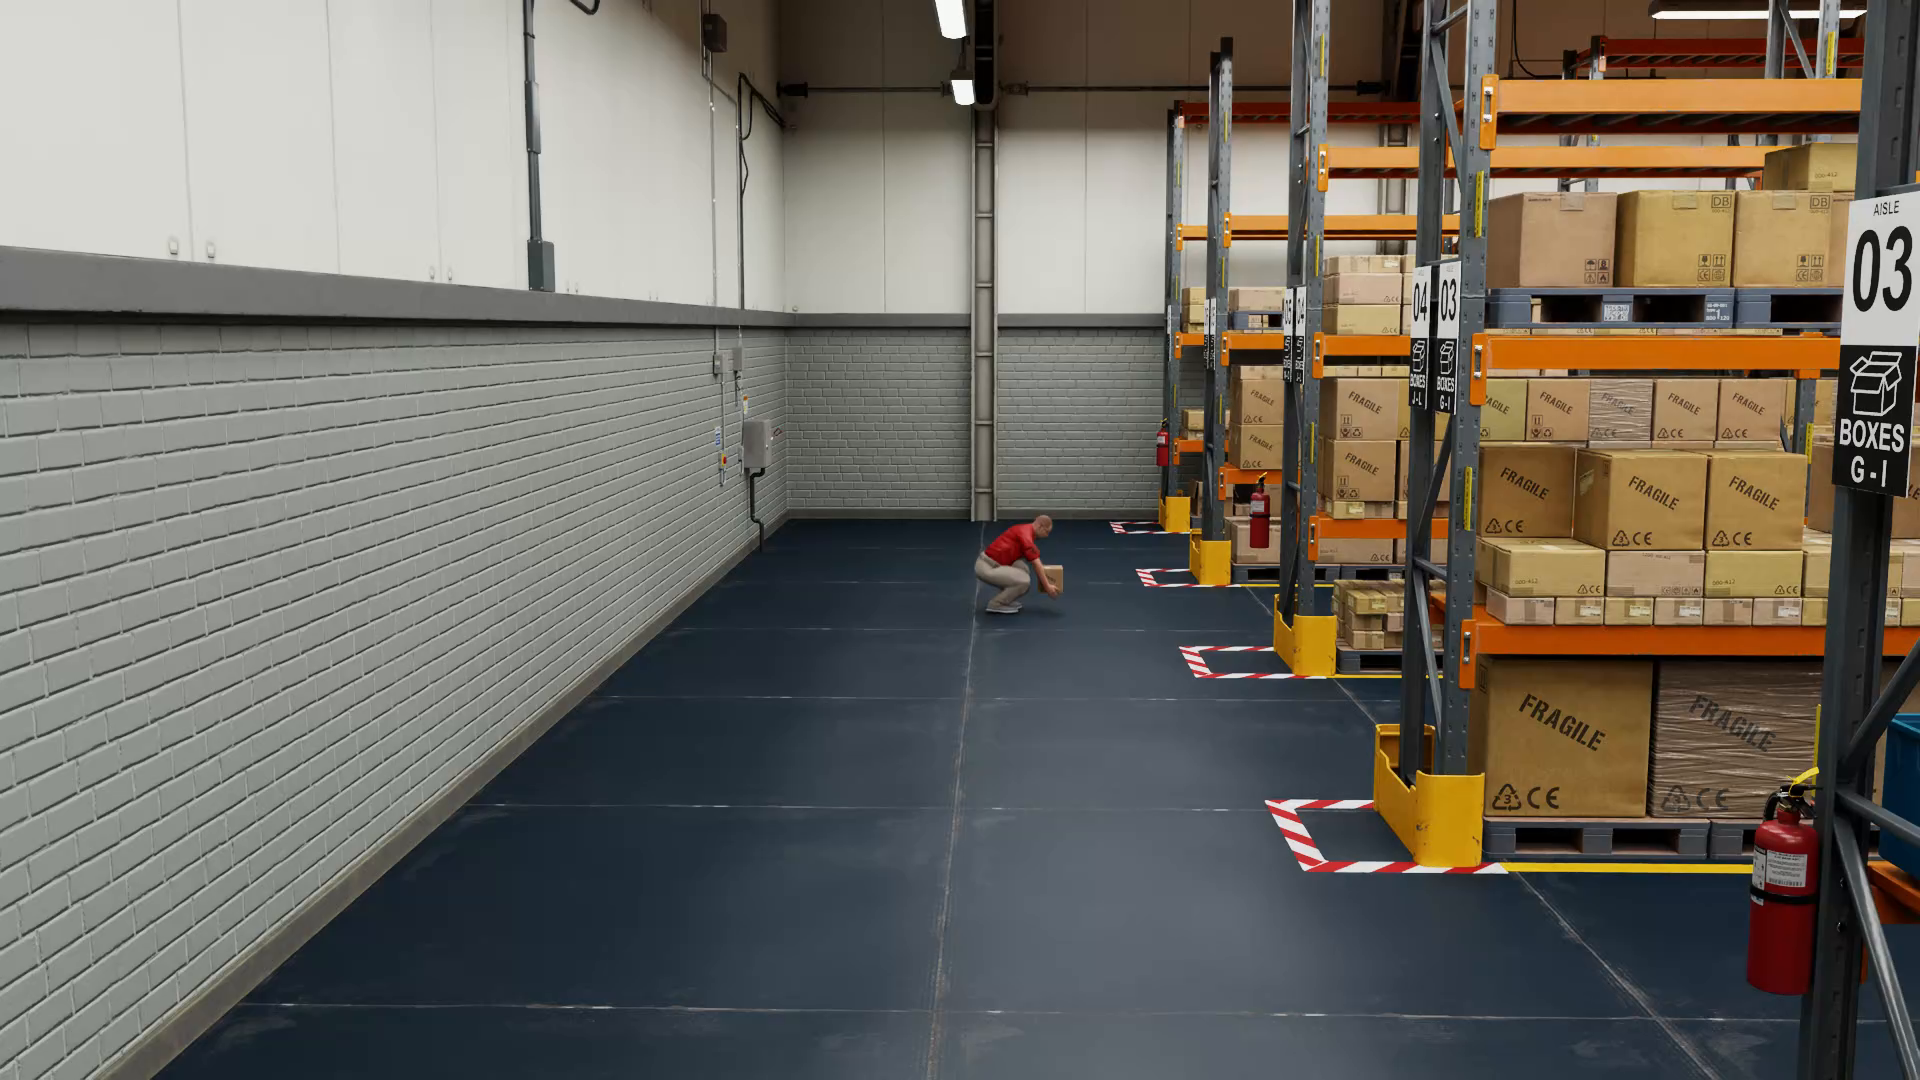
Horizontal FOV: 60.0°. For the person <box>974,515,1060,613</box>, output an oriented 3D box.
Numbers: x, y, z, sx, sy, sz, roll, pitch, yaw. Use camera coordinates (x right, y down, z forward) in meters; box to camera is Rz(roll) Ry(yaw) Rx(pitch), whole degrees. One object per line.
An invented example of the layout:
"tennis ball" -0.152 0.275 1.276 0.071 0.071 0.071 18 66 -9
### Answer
"person" 0.582 0.241 16.949 0.882 0.989 0.539 0 7 0
